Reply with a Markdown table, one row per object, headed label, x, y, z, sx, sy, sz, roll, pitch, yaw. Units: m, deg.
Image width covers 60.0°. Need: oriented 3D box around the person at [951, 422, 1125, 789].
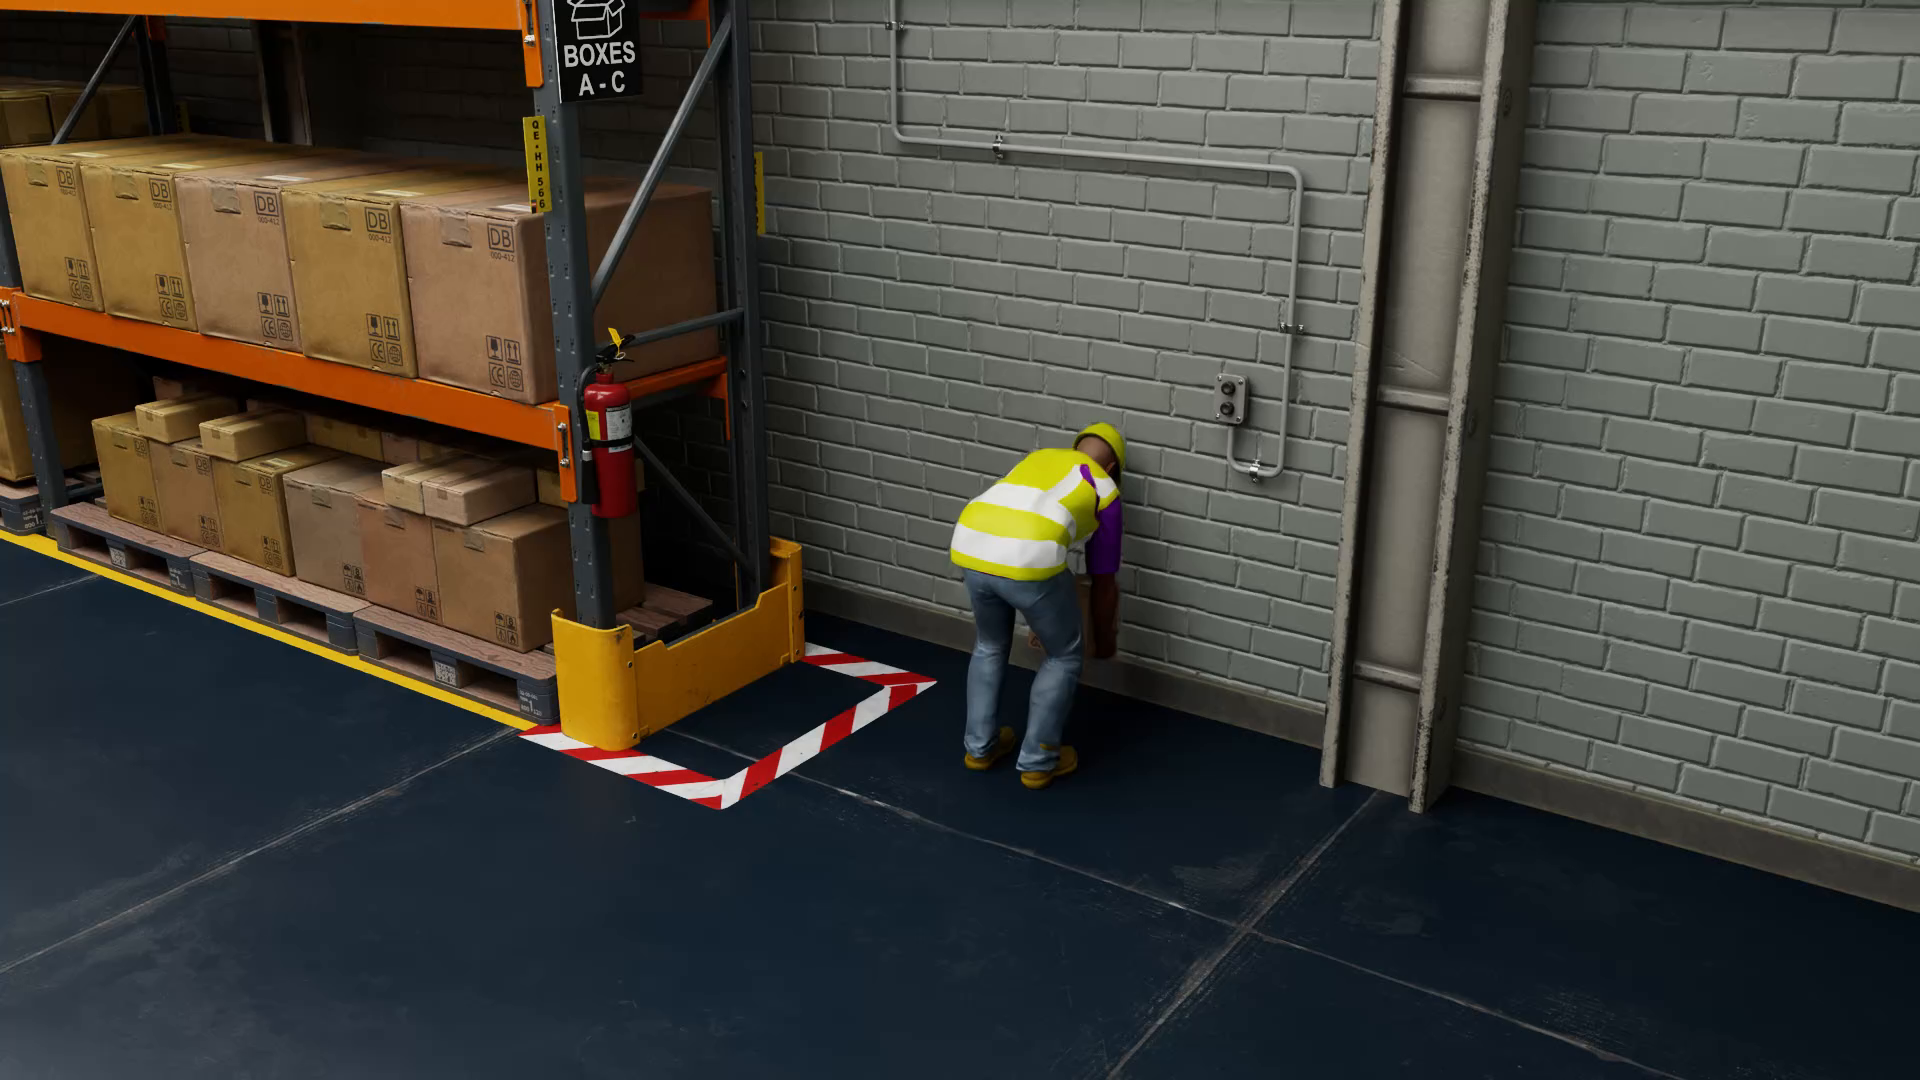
| label | x | y | z | sx | sy | sz | roll | pitch | yaw |
| --- | --- | --- | --- | --- | --- | --- | --- | --- | --- |
| person | 0.337 | 0.221 | 6.264 | 0.475 | 1.193 | 0.967 | 12 | 23 | 30 |
